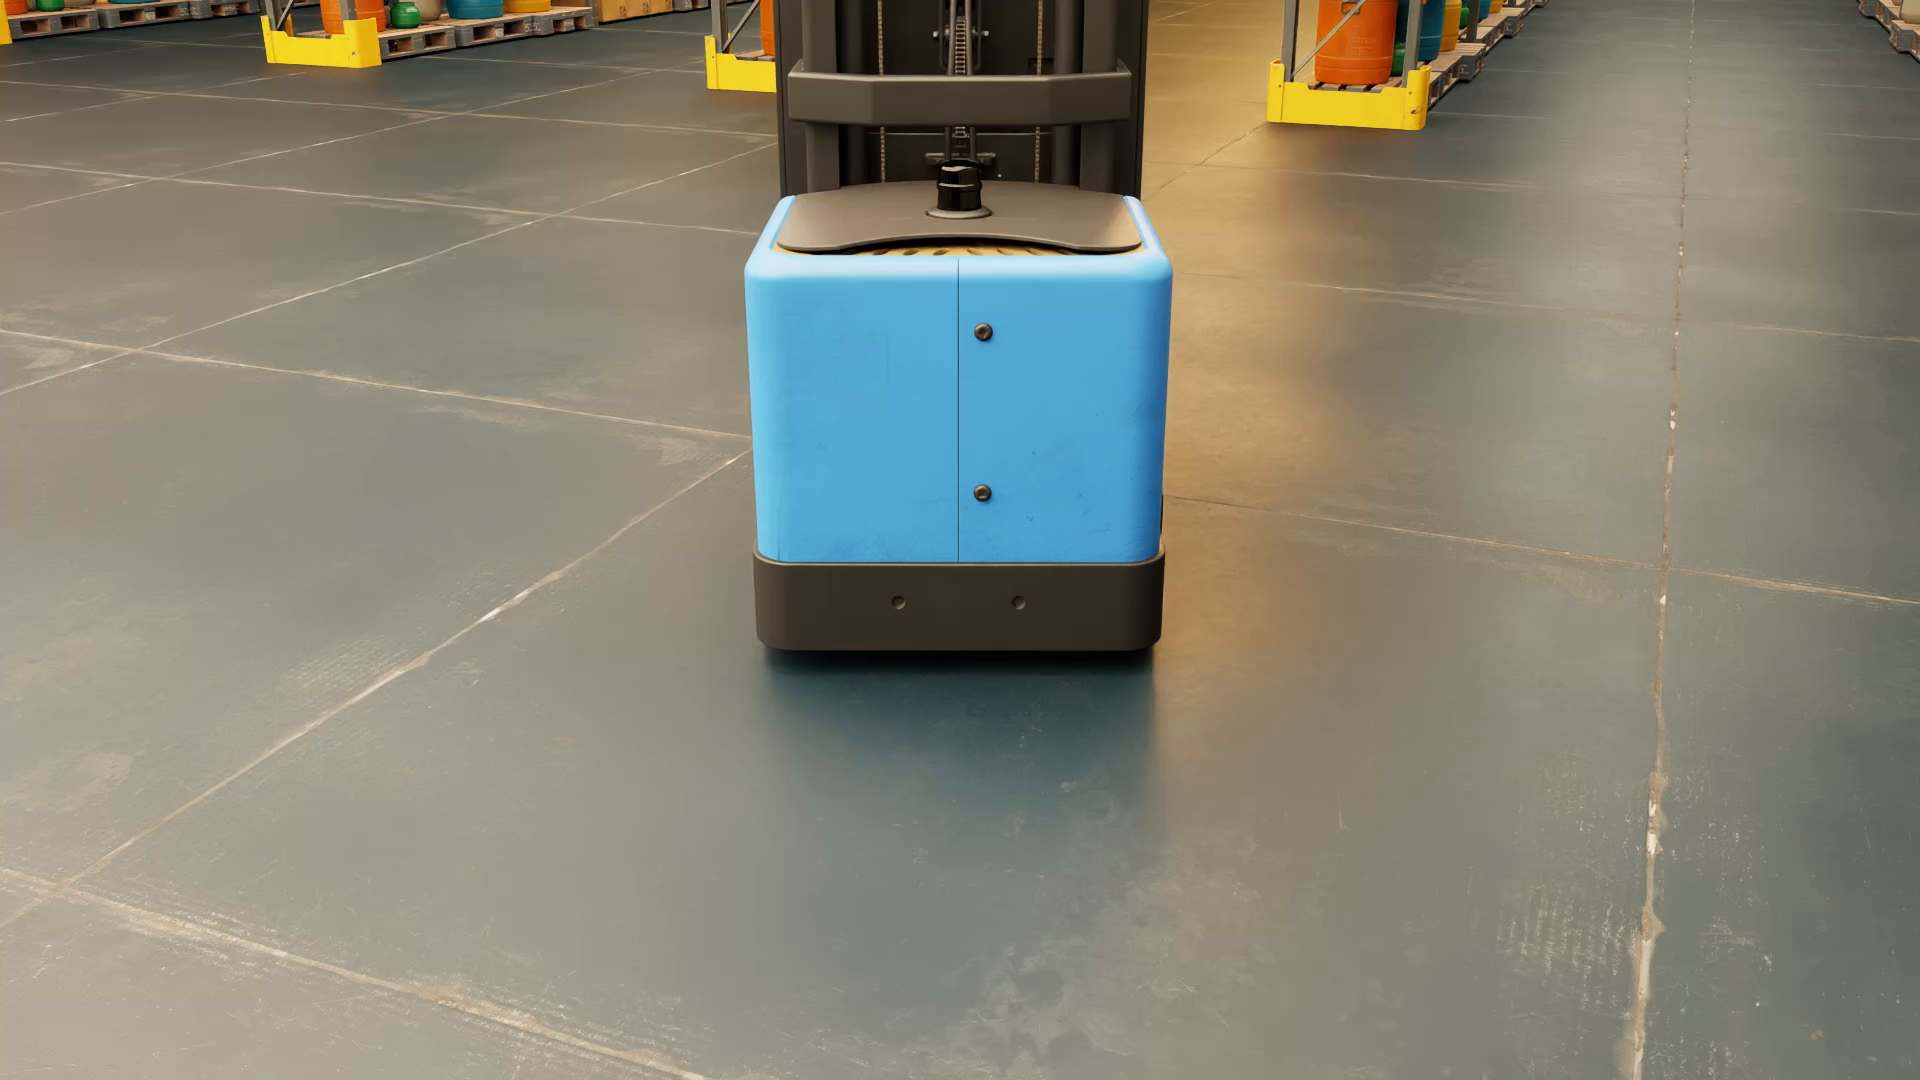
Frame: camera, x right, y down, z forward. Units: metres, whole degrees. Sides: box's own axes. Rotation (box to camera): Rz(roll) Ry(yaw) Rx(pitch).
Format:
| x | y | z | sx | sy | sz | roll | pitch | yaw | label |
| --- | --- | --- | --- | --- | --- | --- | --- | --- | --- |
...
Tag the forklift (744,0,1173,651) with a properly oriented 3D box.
| x | y | z | sx | sy | sz | roll | pitch | yaw | label |
| --- | --- | --- | --- | --- | --- | --- | --- | --- | --- |
| 0.002 | -1.587 | 5.089 | 1.130 | 2.935 | 3.031 | 0 | 23 | 0 | forklift |
